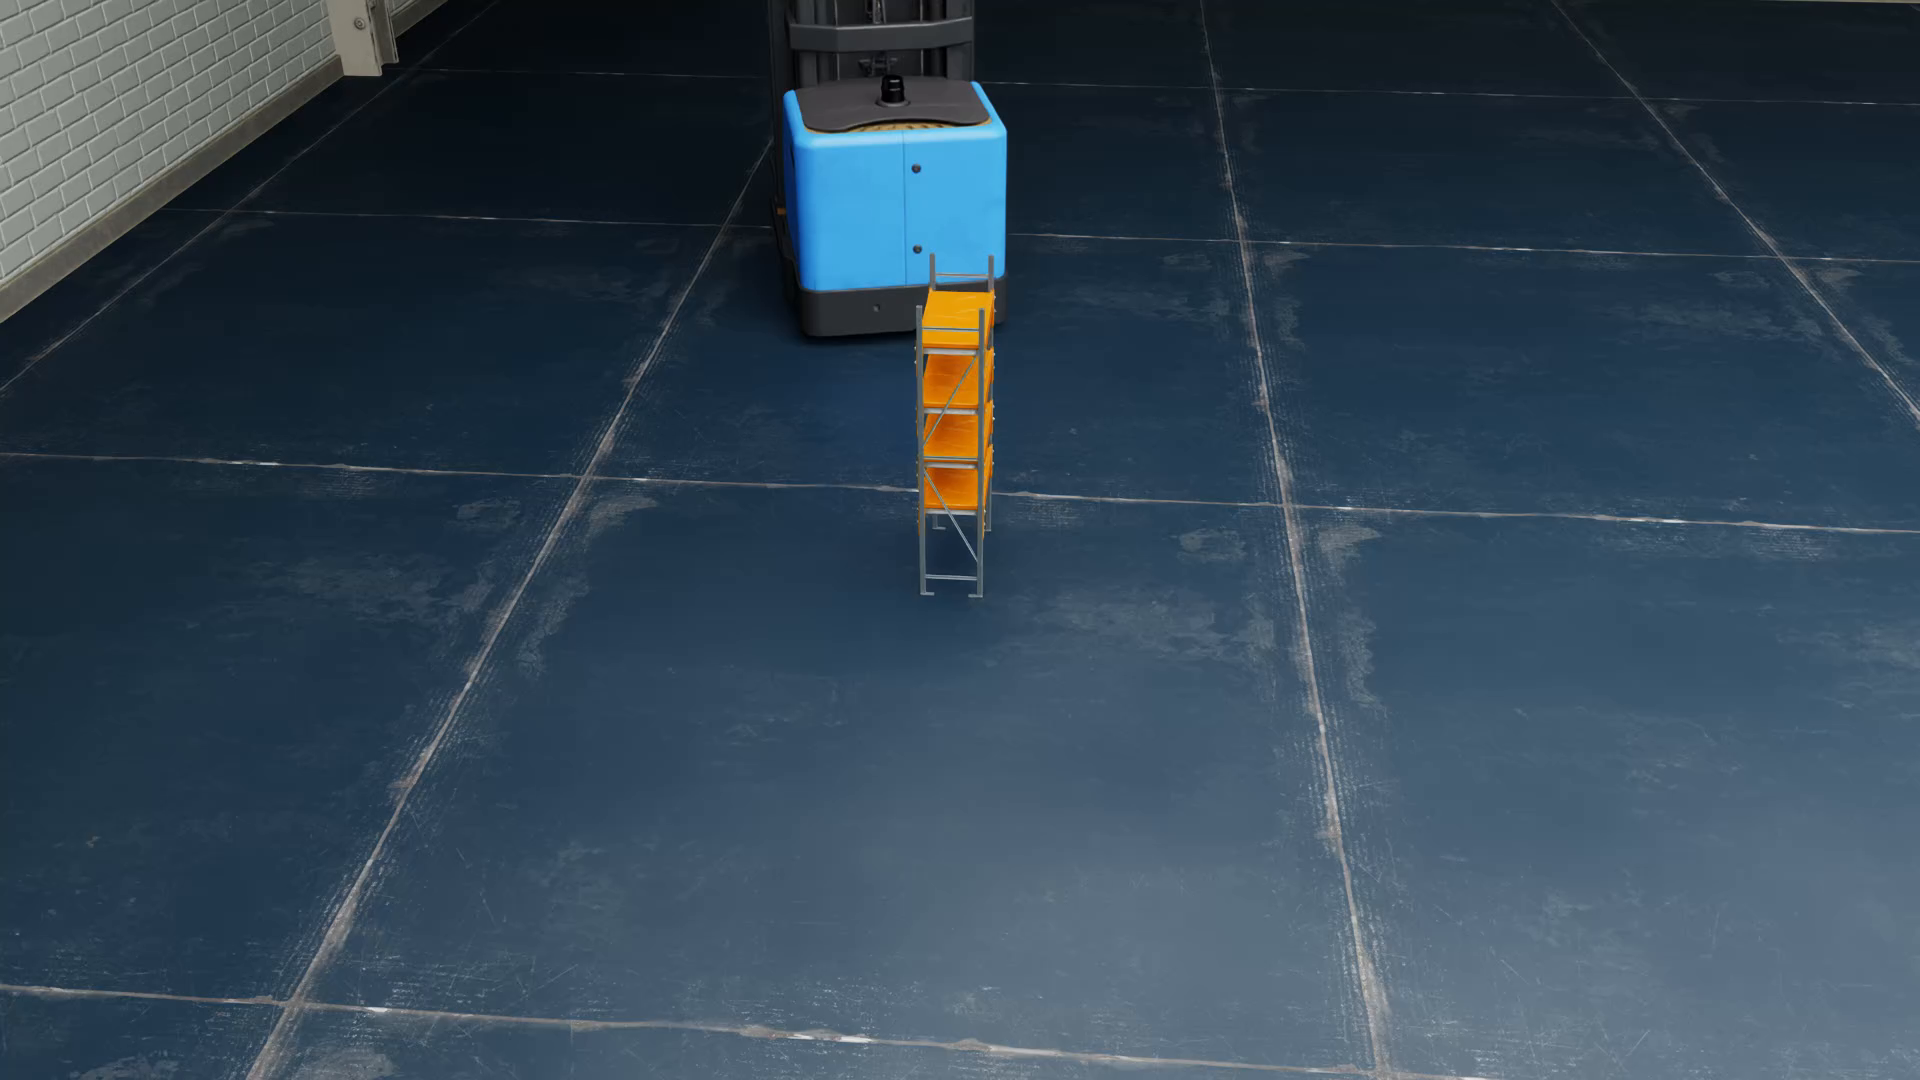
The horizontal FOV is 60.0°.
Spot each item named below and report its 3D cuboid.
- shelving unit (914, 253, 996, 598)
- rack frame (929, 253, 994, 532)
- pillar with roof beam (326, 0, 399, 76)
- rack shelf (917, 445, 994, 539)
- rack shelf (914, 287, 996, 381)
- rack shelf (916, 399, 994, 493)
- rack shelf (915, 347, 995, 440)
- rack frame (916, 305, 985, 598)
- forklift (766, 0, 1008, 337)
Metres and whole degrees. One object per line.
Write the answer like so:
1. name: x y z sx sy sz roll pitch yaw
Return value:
1. shelving unit: -0.013 -0.424 6.295 0.258 1.200 0.503 2 32 4
2. rack frame: 0.006 -0.552 6.502 0.240 1.200 0.015 2 32 4
3. pillar with roof beam: -0.150 -7.198 9.853 9.100 9.000 0.400 2 32 4
4. rack shelf: -0.013 -0.198 6.434 0.258 0.148 0.480 2 32 4
5. rack shelf: -0.013 -0.759 6.089 0.258 0.148 0.480 2 32 4
6. rack shelf: -0.013 -0.367 6.330 0.258 0.148 0.480 2 32 4
7. rack shelf: -0.013 -0.557 6.213 0.258 0.148 0.480 2 32 4
8. rack frame: -0.033 -0.297 6.088 0.240 1.200 0.015 2 32 4
9. forklift: -0.508 -3.014 8.848 1.130 2.935 3.031 -5 32 -8
